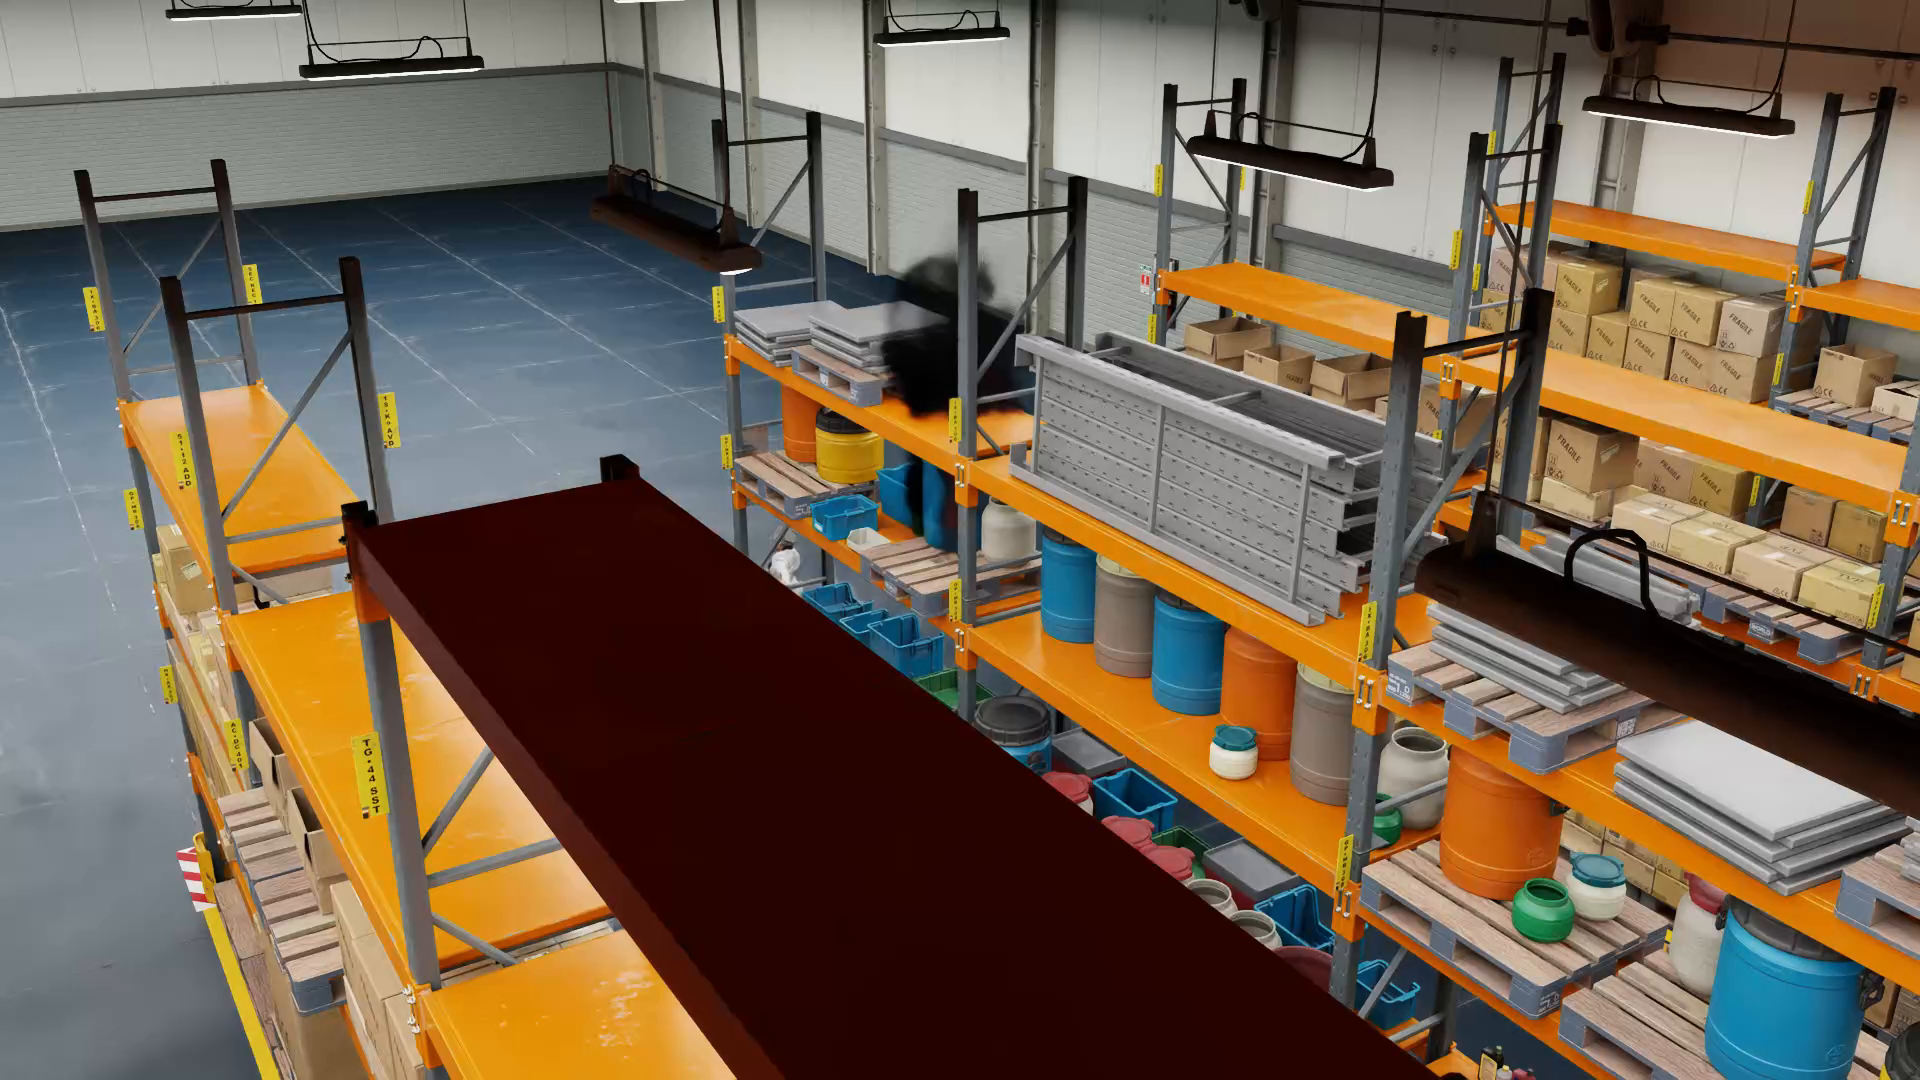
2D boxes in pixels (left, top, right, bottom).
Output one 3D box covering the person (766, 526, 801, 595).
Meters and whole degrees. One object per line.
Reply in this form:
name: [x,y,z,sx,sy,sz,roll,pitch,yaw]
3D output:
person: [-1.872,0.602,17.699,0.711,1.633,0.670,4,22,9]
